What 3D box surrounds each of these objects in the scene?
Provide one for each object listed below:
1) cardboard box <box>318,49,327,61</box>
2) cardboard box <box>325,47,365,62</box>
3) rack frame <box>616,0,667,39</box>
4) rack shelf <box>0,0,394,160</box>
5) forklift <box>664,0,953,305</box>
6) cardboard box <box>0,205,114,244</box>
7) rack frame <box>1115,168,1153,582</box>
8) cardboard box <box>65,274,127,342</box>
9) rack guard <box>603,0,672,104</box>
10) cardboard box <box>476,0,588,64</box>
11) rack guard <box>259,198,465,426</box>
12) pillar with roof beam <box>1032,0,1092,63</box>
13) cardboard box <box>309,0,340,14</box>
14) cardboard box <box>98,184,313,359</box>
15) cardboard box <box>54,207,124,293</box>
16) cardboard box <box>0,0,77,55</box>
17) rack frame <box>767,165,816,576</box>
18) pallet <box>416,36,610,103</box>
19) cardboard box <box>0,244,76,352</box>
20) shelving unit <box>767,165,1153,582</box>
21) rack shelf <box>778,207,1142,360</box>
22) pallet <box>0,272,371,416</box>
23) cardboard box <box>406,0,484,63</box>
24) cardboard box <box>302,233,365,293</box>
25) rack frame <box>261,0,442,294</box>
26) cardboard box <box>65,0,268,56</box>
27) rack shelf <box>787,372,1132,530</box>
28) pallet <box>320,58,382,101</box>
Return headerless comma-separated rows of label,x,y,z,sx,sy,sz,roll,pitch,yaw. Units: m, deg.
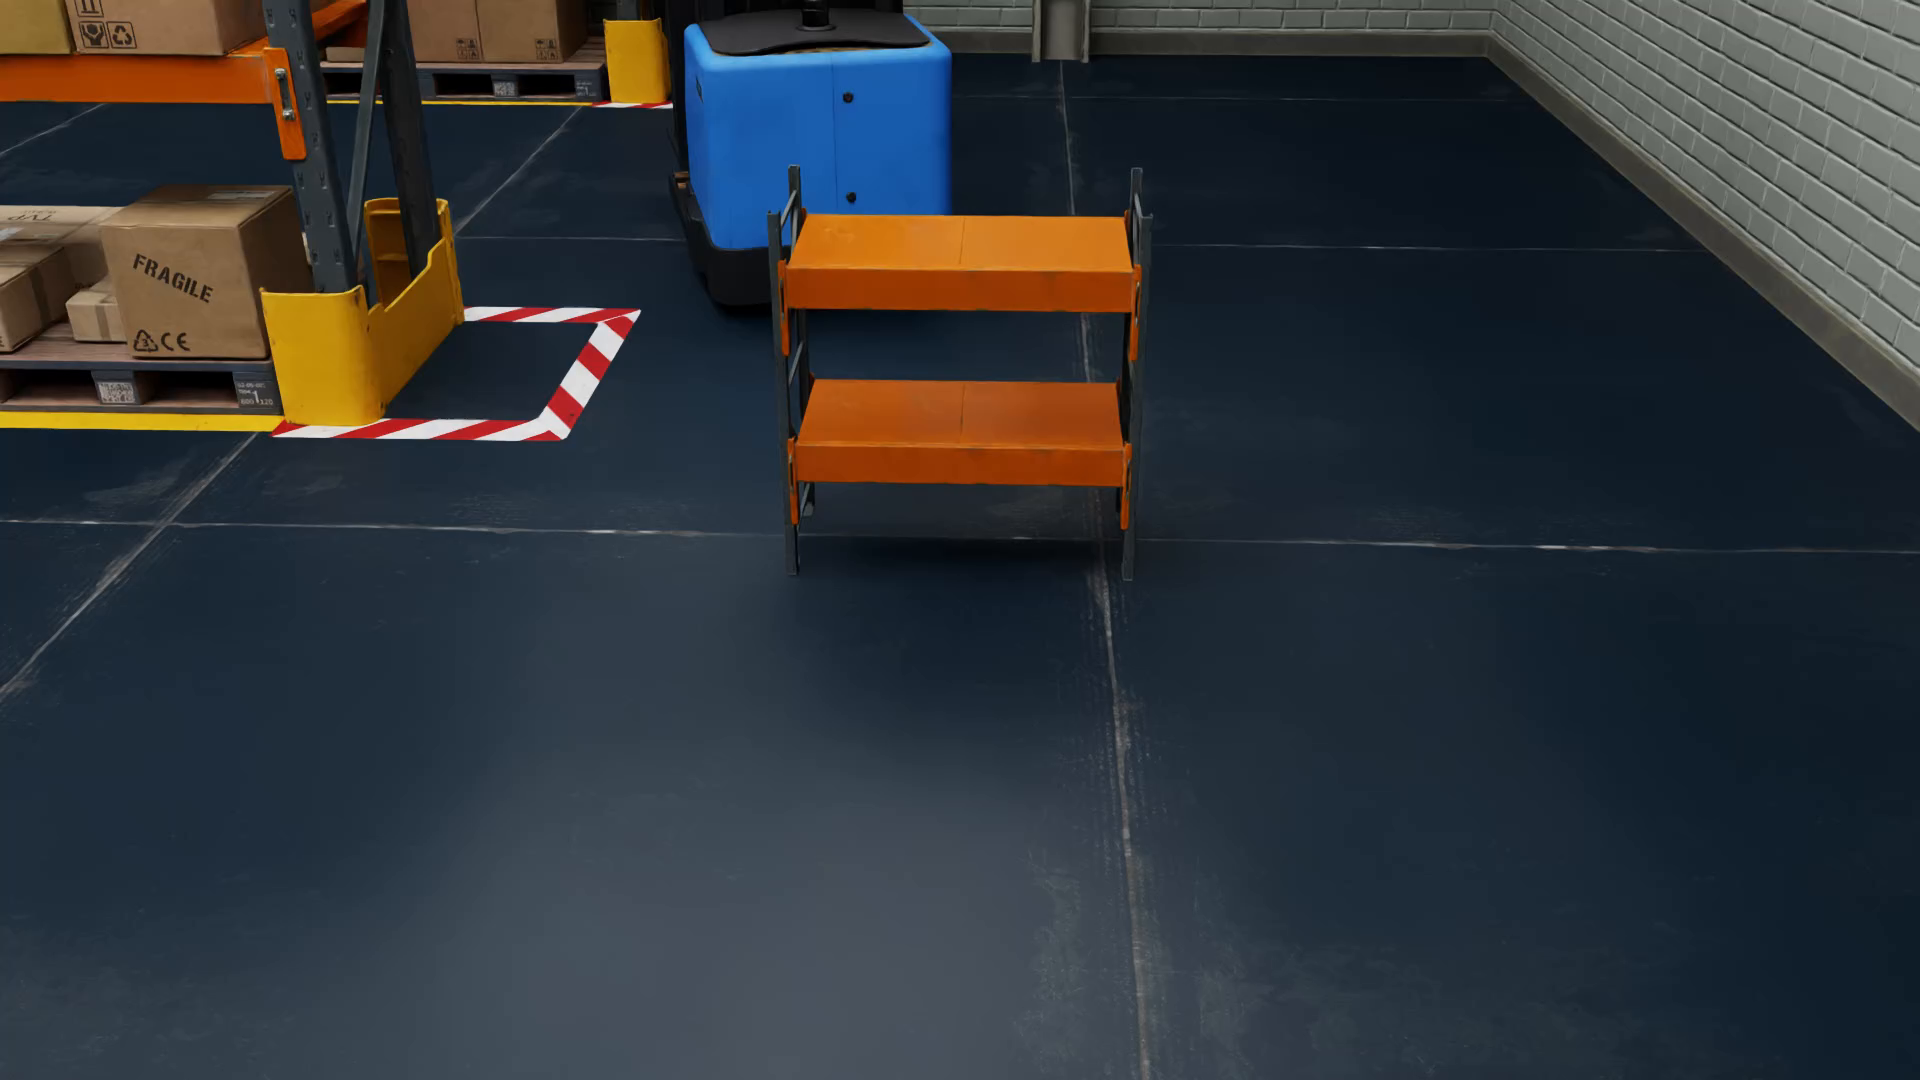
cardboard box,-4.268,-3.398,10.678,0.500,0.500,0.700,2,28,3
cardboard box,-3.734,-3.392,10.668,0.500,0.500,0.700,0,28,0
rack frame,-2.029,-4.330,10.216,0.127,3.000,1.000,1,28,2
rack shelf,-4.199,-1.727,6.073,4.000,0.370,1.077,1,28,2
forklift,-0.863,-2.947,7.679,1.130,2.935,3.031,-7,29,-12
cardboard box,-3.733,-1.149,6.682,0.500,0.250,0.500,1,28,2
rack frame,0.515,-0.488,4.970,0.032,1.125,0.500,1,28,2
cardboard box,-3.153,-0.897,6.294,0.250,0.166,0.380,1,28,2
rack guard,-2.005,-3.226,10.801,0.348,0.500,1.175,1,28,2
cardboard box,-2.732,-3.376,10.637,0.500,0.500,0.700,1,28,2
rack guard,-2.276,-0.908,6.430,0.348,0.500,1.175,1,28,2
pillar with roof beam,0.548,-5.326,5.689,0.400,9.000,9.100,1,28,2
cardboard box,-2.634,-2.187,6.065,0.500,0.500,0.500,2,28,3
cardboard box,-2.752,-0.995,6.124,0.500,0.500,0.500,1,28,2
cardboard box,-3.233,-1.141,6.666,0.500,0.250,0.500,1,28,2
cardboard box,-3.176,-1.943,5.605,0.500,0.500,0.500,1,28,2
rack frame,-0.501,-0.505,5.002,0.032,1.125,0.500,1,28,2
pallet,-2.831,-3.075,10.825,1.213,0.211,1.003,1,28,2
cardboard box,-3.700,-0.915,6.239,0.500,0.250,0.500,1,28,2
shelving unit,0.007,-0.497,4.986,1.048,1.125,0.538,1,28,2
rack shelf,0.007,-0.755,4.849,1.000,0.278,0.538,1,28,2
pallet,-3.072,-0.793,6.522,1.213,0.211,1.003,1,28,2
cardboard box,-3.232,-3.384,10.652,0.500,0.500,0.700,1,28,2
cardboard box,-2.606,-1.114,6.723,0.250,0.149,0.380,1,28,2
rack frame,-2.200,-2.012,5.842,0.127,3.000,1.000,1,28,2
cardboard box,-2.657,-1.936,5.592,0.500,0.500,0.500,2,28,3
rack shelf,0.007,-0.281,5.101,1.000,0.278,0.538,1,28,2
pallet,-4.047,-3.096,10.866,1.213,0.211,1.003,1,28,2
